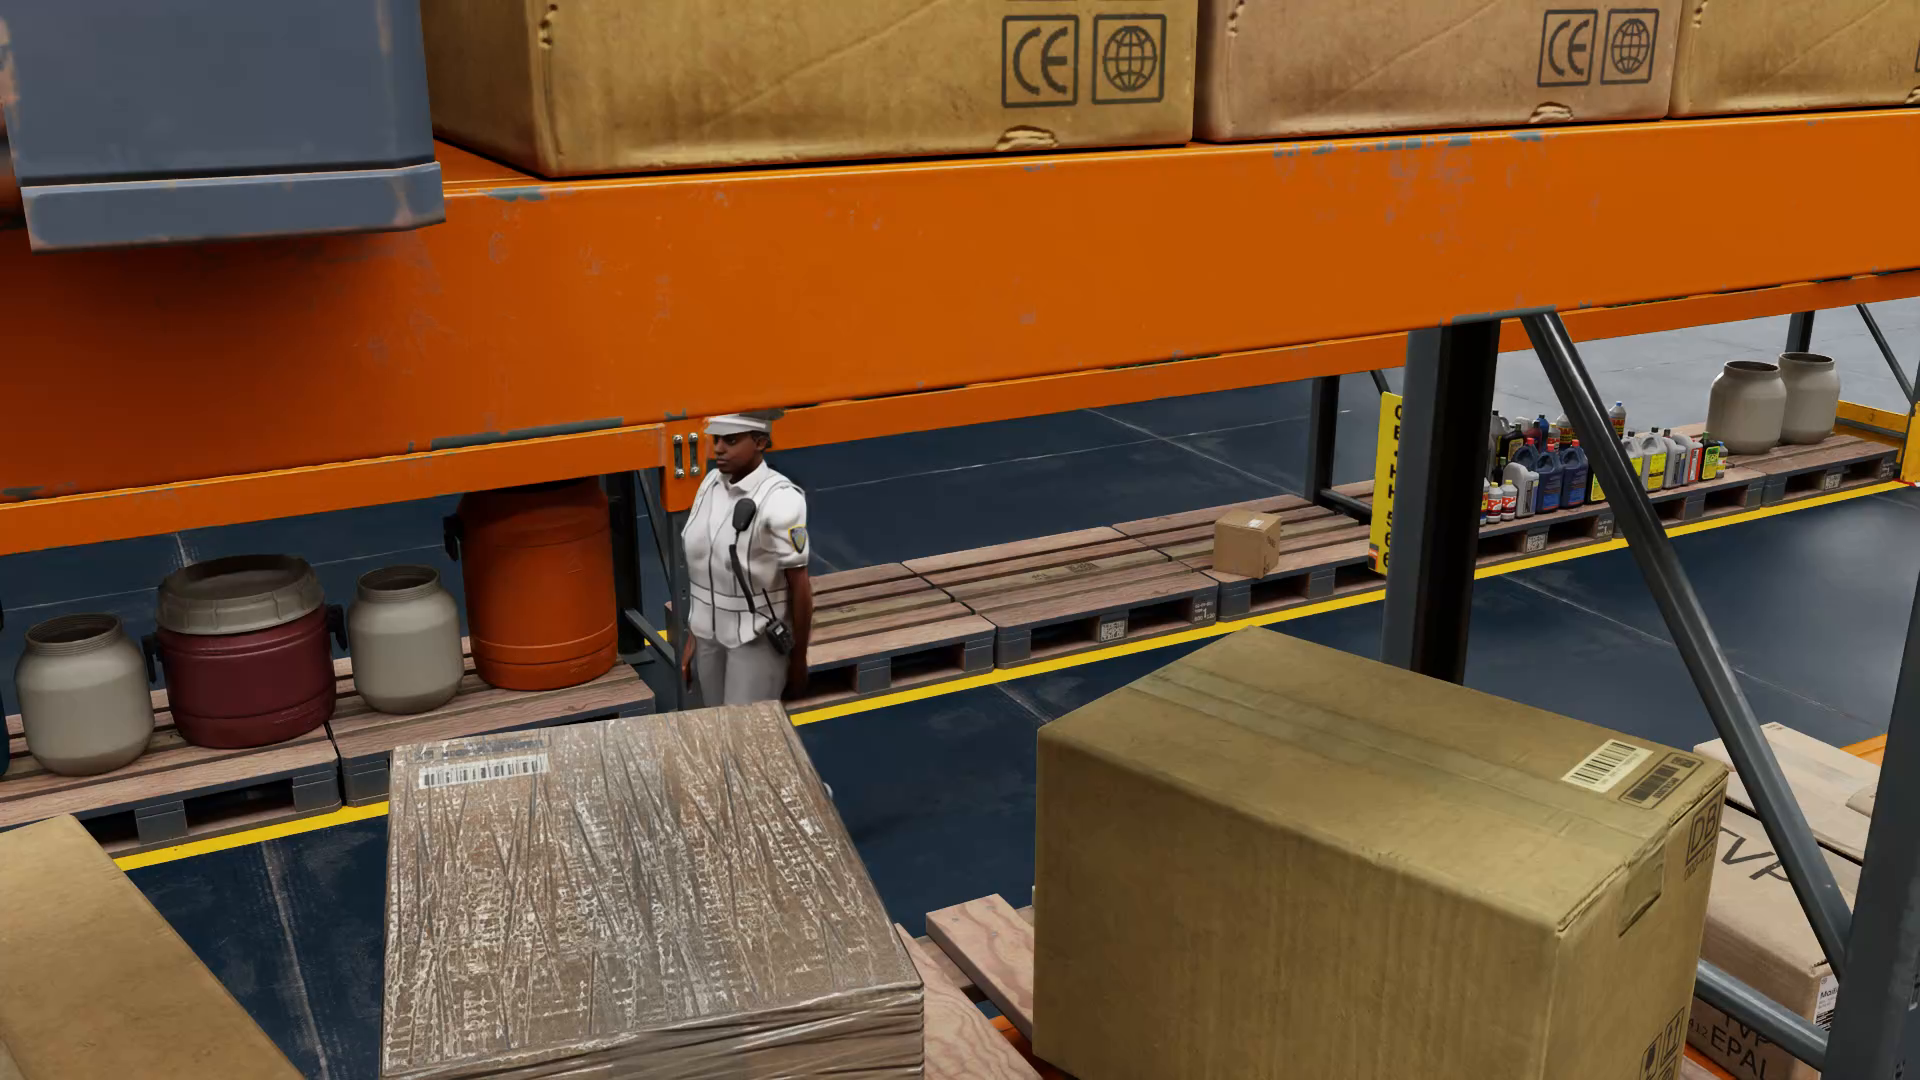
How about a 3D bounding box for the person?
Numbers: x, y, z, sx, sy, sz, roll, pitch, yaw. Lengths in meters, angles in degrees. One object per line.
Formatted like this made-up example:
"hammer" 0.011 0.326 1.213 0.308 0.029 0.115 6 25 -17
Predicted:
"person" -0.723 0.340 5.439 0.450 1.690 0.441 15 23 37
